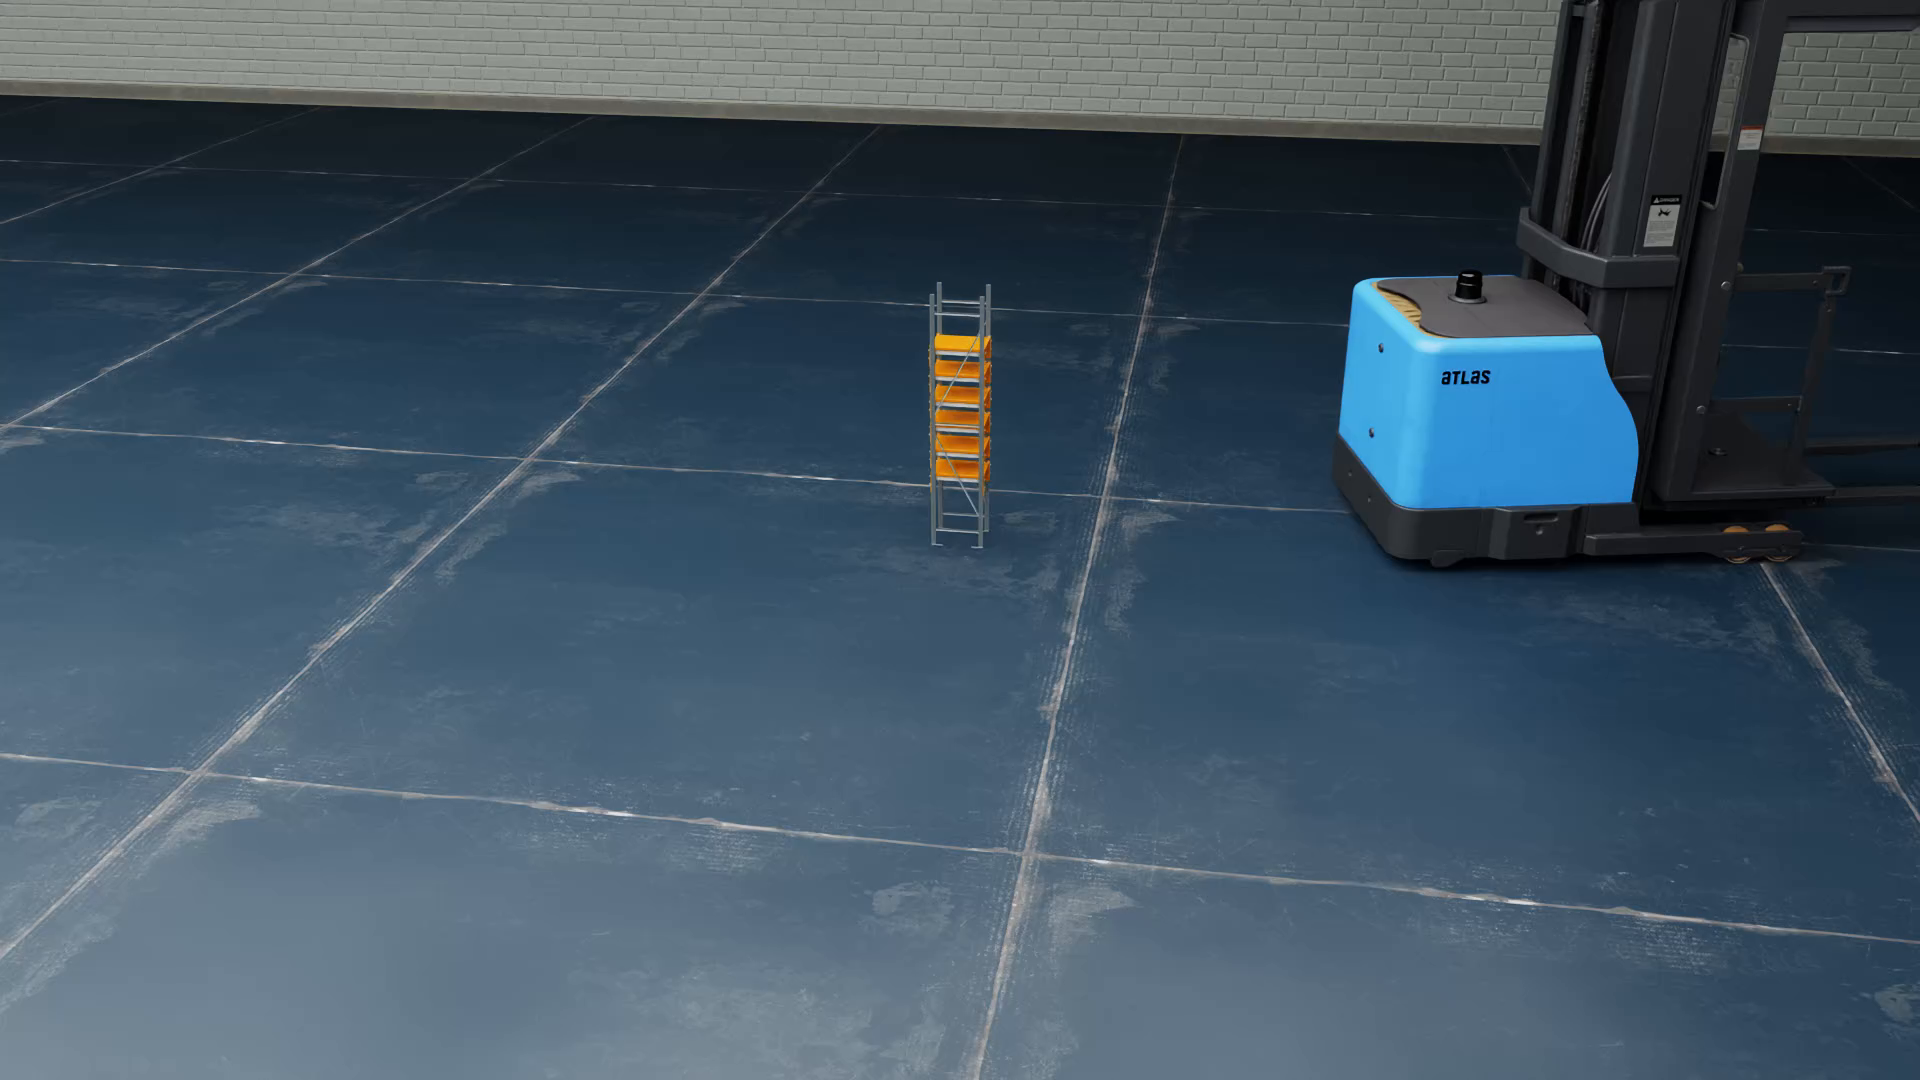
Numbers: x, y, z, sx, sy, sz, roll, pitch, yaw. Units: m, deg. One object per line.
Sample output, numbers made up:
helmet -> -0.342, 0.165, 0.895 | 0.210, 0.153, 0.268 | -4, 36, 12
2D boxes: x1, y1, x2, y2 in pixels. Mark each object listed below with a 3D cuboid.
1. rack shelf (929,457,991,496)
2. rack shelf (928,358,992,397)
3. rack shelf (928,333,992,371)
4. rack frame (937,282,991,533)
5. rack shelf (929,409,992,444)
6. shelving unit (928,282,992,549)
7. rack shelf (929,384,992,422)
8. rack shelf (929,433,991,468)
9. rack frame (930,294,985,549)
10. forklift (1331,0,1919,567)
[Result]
rack shelf -> 0.002, -0.292, 7.629 | 0.258, 0.103, 0.180 | 4, 25, 9
rack shelf -> 0.002, -0.727, 7.426 | 0.258, 0.103, 0.180 | 4, 25, 9
rack shelf -> 0.002, -0.835, 7.375 | 0.258, 0.103, 0.180 | 4, 25, 9
rack frame -> 0.017, -0.588, 7.590 | 0.240, 1.200, 0.006 | 4, 25, 9
rack shelf -> 0.002, -0.509, 7.527 | 0.258, 0.103, 0.180 | 4, 25, 9
shelving unit -> 0.002, -0.549, 7.509 | 0.258, 1.200, 0.189 | 4, 25, 9
rack shelf -> 0.002, -0.618, 7.477 | 0.258, 0.103, 0.180 | 4, 25, 9
rack shelf -> 0.002, -0.401, 7.578 | 0.258, 0.103, 0.180 | 4, 25, 9
rack frame -> -0.013, -0.511, 7.427 | 0.240, 1.200, 0.006 | 4, 25, 9
forklift -> 3.386, -1.444, 7.377 | 3.031, 2.935, 1.130 | -2, 25, -4
